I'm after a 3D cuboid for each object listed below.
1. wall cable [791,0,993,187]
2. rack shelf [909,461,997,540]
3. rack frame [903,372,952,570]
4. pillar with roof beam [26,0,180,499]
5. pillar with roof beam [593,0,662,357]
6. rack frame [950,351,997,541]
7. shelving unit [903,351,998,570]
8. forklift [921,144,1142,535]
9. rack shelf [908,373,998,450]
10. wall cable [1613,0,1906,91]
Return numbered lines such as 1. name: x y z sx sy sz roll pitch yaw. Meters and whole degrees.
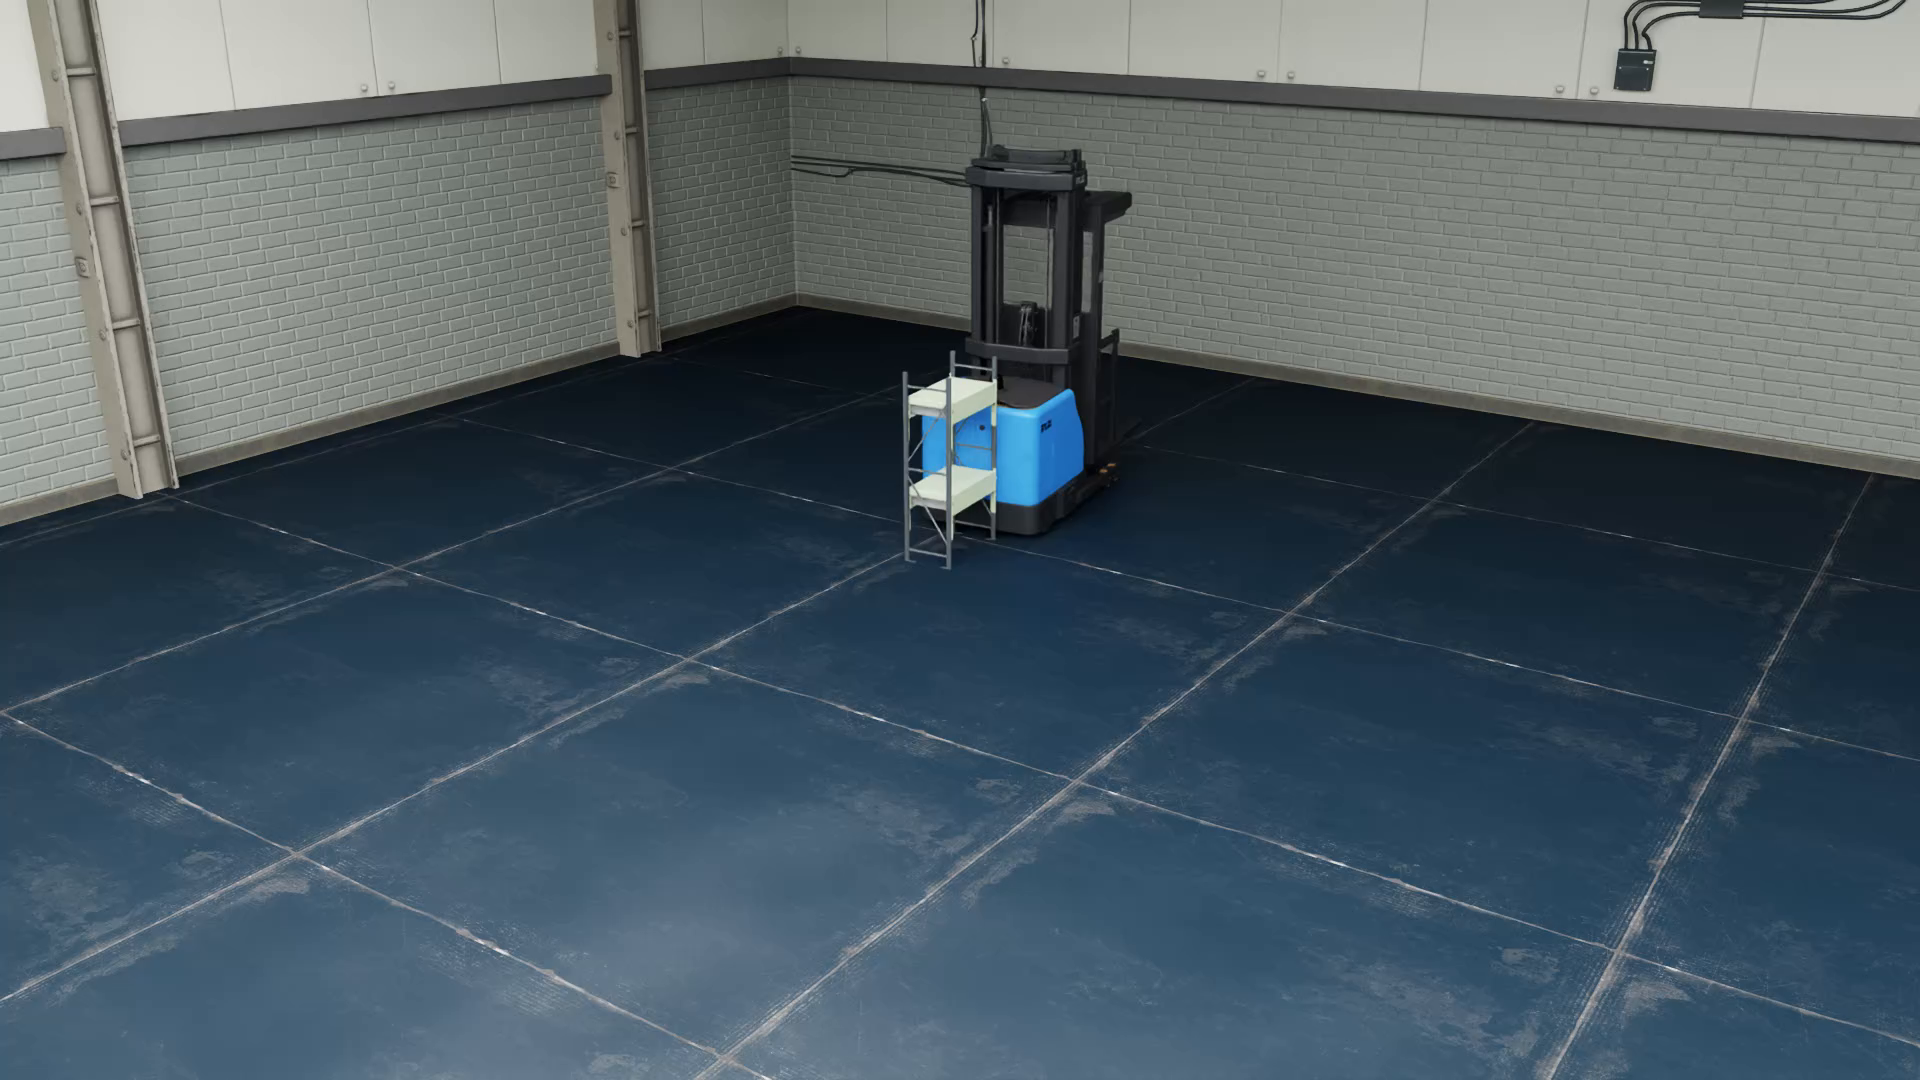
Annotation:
1. wall cable: -0.922 -5.508 19.660 3.097 2.526 0.112 13 24 32
2. rack shelf: -0.070 -0.313 12.889 0.431 0.370 0.720 11 23 27
3. rack frame: -0.244 -0.507 12.474 0.400 1.500 0.023 11 23 27
4. pillar with roof beam: -3.484 -3.816 10.610 9.100 9.000 0.400 13 24 32
5. pillar with roof beam: -0.111 -5.537 15.264 9.100 9.000 0.400 13 24 32
6. rack frame: 0.104 -0.730 13.078 0.400 1.500 0.023 11 23 27
7. shelving unit: -0.070 -0.619 12.776 0.431 1.500 0.755 11 23 27
8. forklift: 0.770 -1.887 14.140 1.130 2.935 3.031 9 22 24
9. rack shelf: -0.070 -0.985 12.640 0.431 0.370 0.720 11 23 27
10. wall cable: 6.920 -6.703 13.514 2.305 6.003 0.169 13 24 32
